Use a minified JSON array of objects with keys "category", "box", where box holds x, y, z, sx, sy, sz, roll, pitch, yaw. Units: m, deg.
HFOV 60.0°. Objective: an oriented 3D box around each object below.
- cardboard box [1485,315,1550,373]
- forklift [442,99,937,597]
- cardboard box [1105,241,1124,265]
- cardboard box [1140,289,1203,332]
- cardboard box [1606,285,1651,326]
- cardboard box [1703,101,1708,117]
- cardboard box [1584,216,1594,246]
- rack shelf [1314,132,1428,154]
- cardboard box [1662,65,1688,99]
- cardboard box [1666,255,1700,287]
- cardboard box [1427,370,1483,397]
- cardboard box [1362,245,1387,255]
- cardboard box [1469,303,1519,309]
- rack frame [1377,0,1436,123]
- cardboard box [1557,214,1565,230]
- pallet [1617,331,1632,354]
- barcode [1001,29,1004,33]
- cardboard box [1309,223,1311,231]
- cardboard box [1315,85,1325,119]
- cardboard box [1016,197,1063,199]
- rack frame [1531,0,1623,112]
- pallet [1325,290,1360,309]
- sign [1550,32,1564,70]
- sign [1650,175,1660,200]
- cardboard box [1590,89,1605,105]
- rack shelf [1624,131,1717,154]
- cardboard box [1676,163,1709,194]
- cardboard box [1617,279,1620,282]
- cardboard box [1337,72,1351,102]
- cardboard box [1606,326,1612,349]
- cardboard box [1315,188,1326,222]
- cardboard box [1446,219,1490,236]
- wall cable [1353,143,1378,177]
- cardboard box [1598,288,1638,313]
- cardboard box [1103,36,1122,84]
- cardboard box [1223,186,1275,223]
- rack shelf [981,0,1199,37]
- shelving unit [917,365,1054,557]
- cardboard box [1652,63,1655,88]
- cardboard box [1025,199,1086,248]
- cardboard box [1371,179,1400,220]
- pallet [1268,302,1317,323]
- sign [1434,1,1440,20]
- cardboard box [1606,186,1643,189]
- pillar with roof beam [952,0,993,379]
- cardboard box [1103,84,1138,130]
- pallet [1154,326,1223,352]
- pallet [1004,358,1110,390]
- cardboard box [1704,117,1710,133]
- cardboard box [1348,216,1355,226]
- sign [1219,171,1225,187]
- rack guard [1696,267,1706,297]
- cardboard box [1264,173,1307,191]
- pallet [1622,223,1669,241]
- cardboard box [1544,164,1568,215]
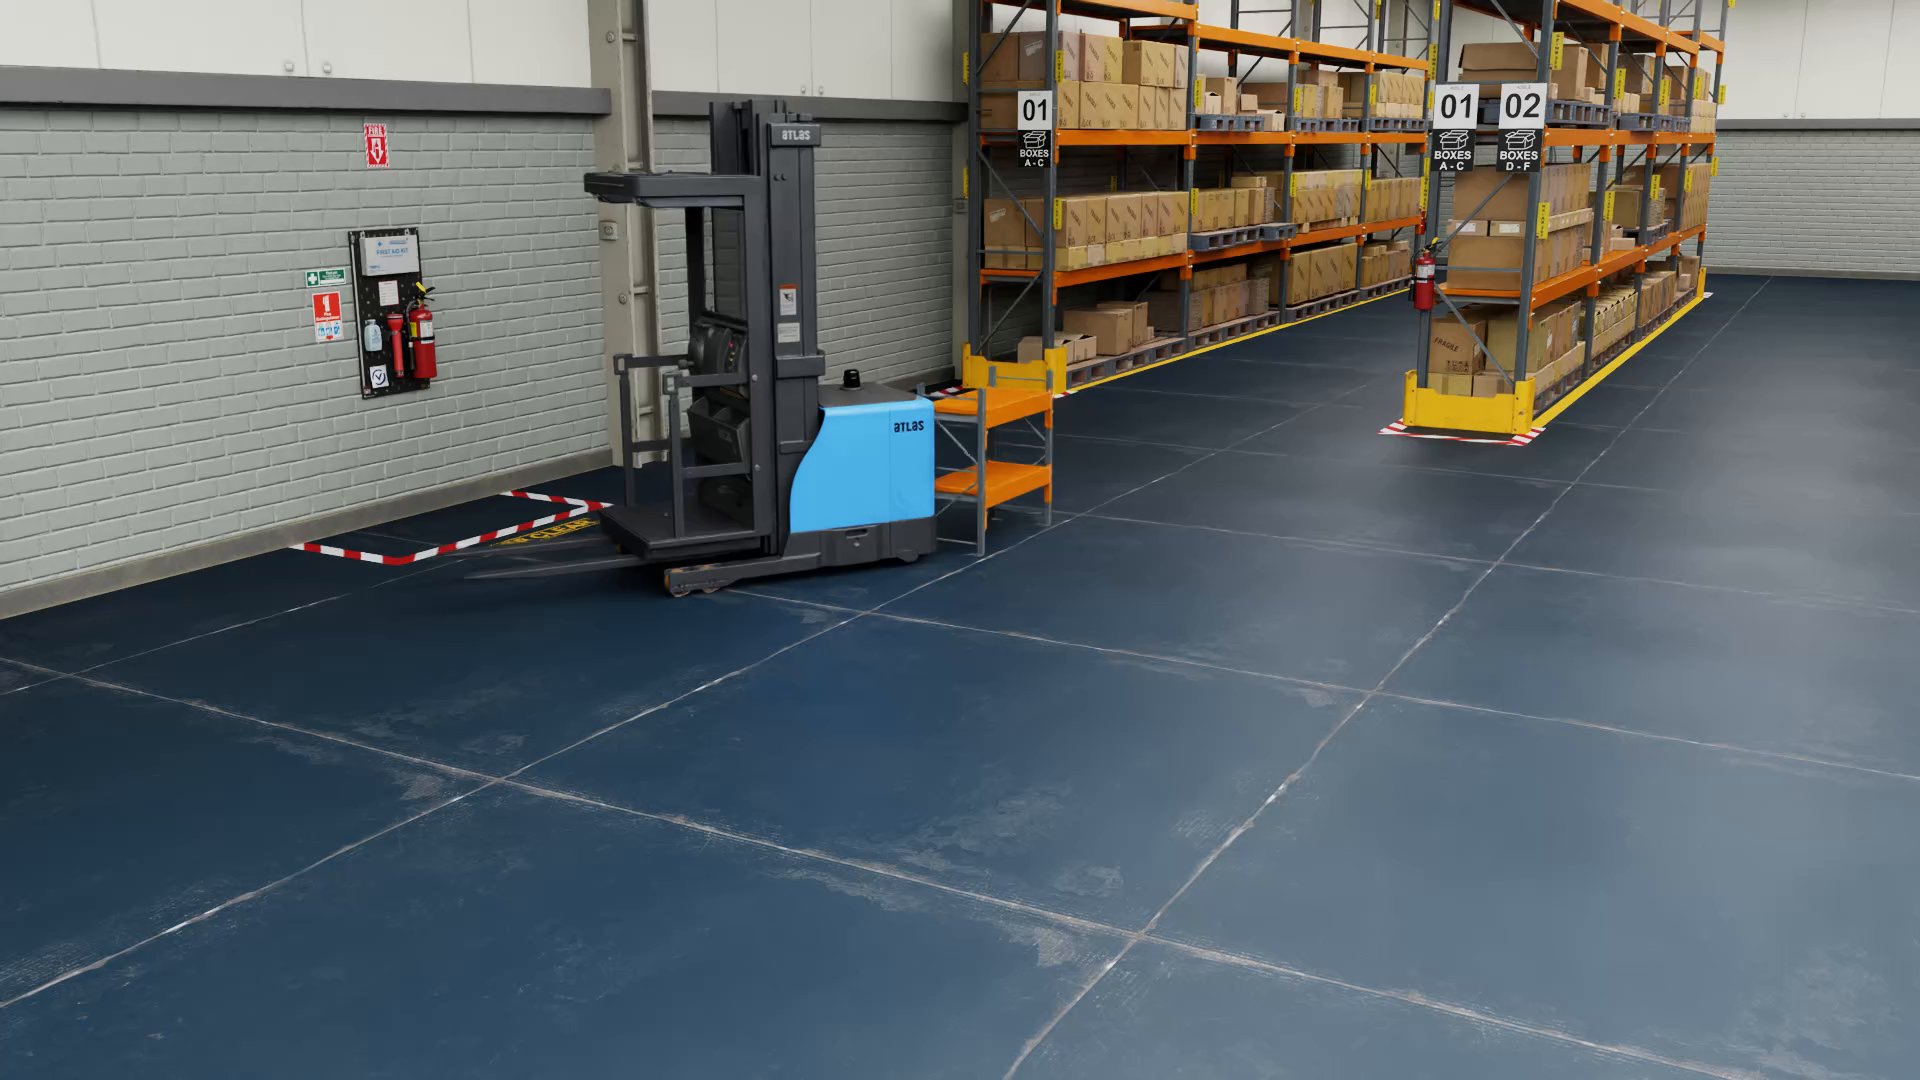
[{"category":"cardboard box","box":[5.591,-1.972,16.684,0.500,0.500,0.500,7,15,28]},{"category":"forklift","box":[-1.697,-1.222,10.347,3.031,2.935,1.130,-7,15,-27]},{"category":"cardboard box","box":[1.563,-3.326,19.206,0.500,0.250,0.500,7,15,27]},{"category":"cardboard box","box":[2.834,-3.085,22.325,0.700,0.500,0.500,8,16,30]},{"category":"cardboard box","box":[9.235,-3.253,23.023,0.500,0.500,0.500,8,16,30]},{"category":"cardboard box","box":[11.885,-7.021,27.109,0.500,0.250,0.500,7,15,28]},{"category":"cardboard box","box":[7.471,-3.685,20.207,0.500,0.500,0.500,9,16,32]},{"category":"rack shelf","box":[7.327,-7.094,29.692,1.077,0.370,4.000,7,15,28]},{"category":"cardboard box","box":[10.900,-7.111,25.884,0.700,0.500,0.500,7,15,28]},{"category":"cardboard box","box":[12.585,-4.694,29.000,0.500,0.500,0.500,7,15,28]},{"category":"cardboard box","box":[4.898,-1.563,16.589,0.500,0.250,0.500,7,15,28]},{"category":"cardboard box","box":[7.389,-5.178,29.663,0.380,0.149,0.250,7,15,26]},{"category":"cardboard box","box":[5.850,-2.340,18.211,0.500,0.500,0.500,7,15,28]},{"category":"rack frame","box":[8.294,-9.312,30.958,1.000,3.000,0.127,7,15,28]},{"category":"cardboard box","box":[6.019,-3.288,17.173,0.380,0.149,0.250,8,15,29]},{"category":"pallet","box":[8.333,-2.674,22.173,1.003,0.211,1.213,7,15,28]},{"category":"barcode","box":[0.465,-5.600,18.334,0.001,0.075,0.075,7,15,28]},{"category":"cardboard box","box":[5.252,-4.899,25.946,0.380,0.149,0.250,8,16,29]},{"category":"cardboard box","box":[5.328,-6.910,26.245,0.700,0.500,0.500,7,15,28]},{"category":"cardboard box","box":[0.853,-3.637,18.898,0.500,0.500,0.500,8,16,29]},{"category":"rack frame","box":[6.831,-6.290,18.422,1.000,3.000,0.127,7,15,28]},{"category":"pallet","box":[6.053,-4.052,27.892,1.003,0.211,1.213,7,15,28]},{"category":"sign","box":[5.380,-4.410,14.991,0.100,0.325,0.005,7,15,28]},{"category":"sign","box":[9.252,-4.694,22.135,0.100,0.325,0.005,7,15,28]},{"category":"cardboard box","box":[7.137,-5.088,19.261,0.500,0.250,0.500,9,16,34]},{"category":"rack shelf","box":[11.665,-6.533,27.368,1.077,0.370,4.000,7,15,28]},{"category":"cardboard box","box":[12.414,-6.144,28.270,0.500,0.500,0.500,8,16,30]},{"category":"cardboard box","box":[9.262,-3.517,24.117,0.500,0.500,0.500,7,15,26]},{"category":"cardboard box","box":[6.494,-7.747,28.479,0.500,0.500,0.500,7,15,28]},{"category":"cardboard box","box":[7.739,-2.507,20.501,0.500,0.250,0.500,7,15,26]},{"category":"cardboard box","box":[5.388,-5.236,25.961,0.500,0.500,0.500,7,15,28]},{"category":"cardboard box","box":[4.915,-3.016,16.048,0.380,0.149,0.250,7,15,27]},{"category":"wall cable","box":[8.085,-7.259,33.077,0.084,1.984,1.851,7,15,28]},{"category":"cardboard box","box":[8.727,-3.198,22.175,0.500,0.311,0.500,8,16,30]},{"category":"cardboard box","box":[1.483,-5.371,18.621,0.500,0.500,0.500,8,16,30]},{"category":"cardboard box","box":[4.208,-4.919,24.386,0.700,0.500,0.500,5,15,21]},{"category":"rack shelf","box":[1.526,-6.088,19.129,1.077,0.370,4.000,7,15,28]},{"category":"shelving unit","box":[0.187,-0.571,11.504,0.538,1.125,1.048,7,15,28]},{"category":"cardboard box","box":[9.474,-6.485,23.285,0.500,0.500,0.500,7,15,28]},{"category":"cardboard box","box":[1.053,-3.478,18.238,0.500,0.500,0.500,7,15,28]},{"category":"cardboard box","box":[7.338,-6.130,29.919,0.980,0.700,0.700,7,15,25]},{"category":"pallet","box":[4.874,-3.552,25.816,1.003,0.211,1.213,7,15,28]},{"category":"sign","box":[8.762,-9.740,30.573,0.100,0.325,0.005,7,15,28]},{"category":"cardboard box","box":[9.997,-5.047,24.959,0.700,0.500,0.500,10,17,37]},{"category":"pillar with roof beam","box":[3.909,-5.783,16.321,9.100,9.000,0.400,7,15,28]},{"category":"cardboard box","box":[1.719,-4.995,19.197,0.500,0.500,0.500,8,16,31]},{"category":"pallet","box":[2.868,-2.738,22.440,1.003,0.211,1.213,7,15,28]},{"category":"pallet","box":[1.020,-1.936,19.112,1.003,0.211,1.213,7,15,28]},{"category":"cardboard box","box":[12.133,-6.880,27.590,0.500,0.250,0.500,7,15,28]},{"category":"cardboard box","box":[6.343,-5.307,27.638,0.380,0.149,0.250,8,16,29]},{"category":"sign","box":[3.939,-5.379,24.976,0.100,0.325,0.005,7,15,28]},{"category":"rack guard","box":[12.595,-4.604,29.565,1.175,0.500,0.348,7,15,28]},{"category":"cardboard box","box":[4.886,-5.392,25.006,0.500,0.250,0.500,8,16,29]},{"category":"pallet","box":[9.701,-4.500,24.208,1.003,0.211,1.213,7,15,28]},{"category":"cardboard box","box":[5.894,-3.652,17.299,0.700,0.500,0.500,7,15,28]}]
